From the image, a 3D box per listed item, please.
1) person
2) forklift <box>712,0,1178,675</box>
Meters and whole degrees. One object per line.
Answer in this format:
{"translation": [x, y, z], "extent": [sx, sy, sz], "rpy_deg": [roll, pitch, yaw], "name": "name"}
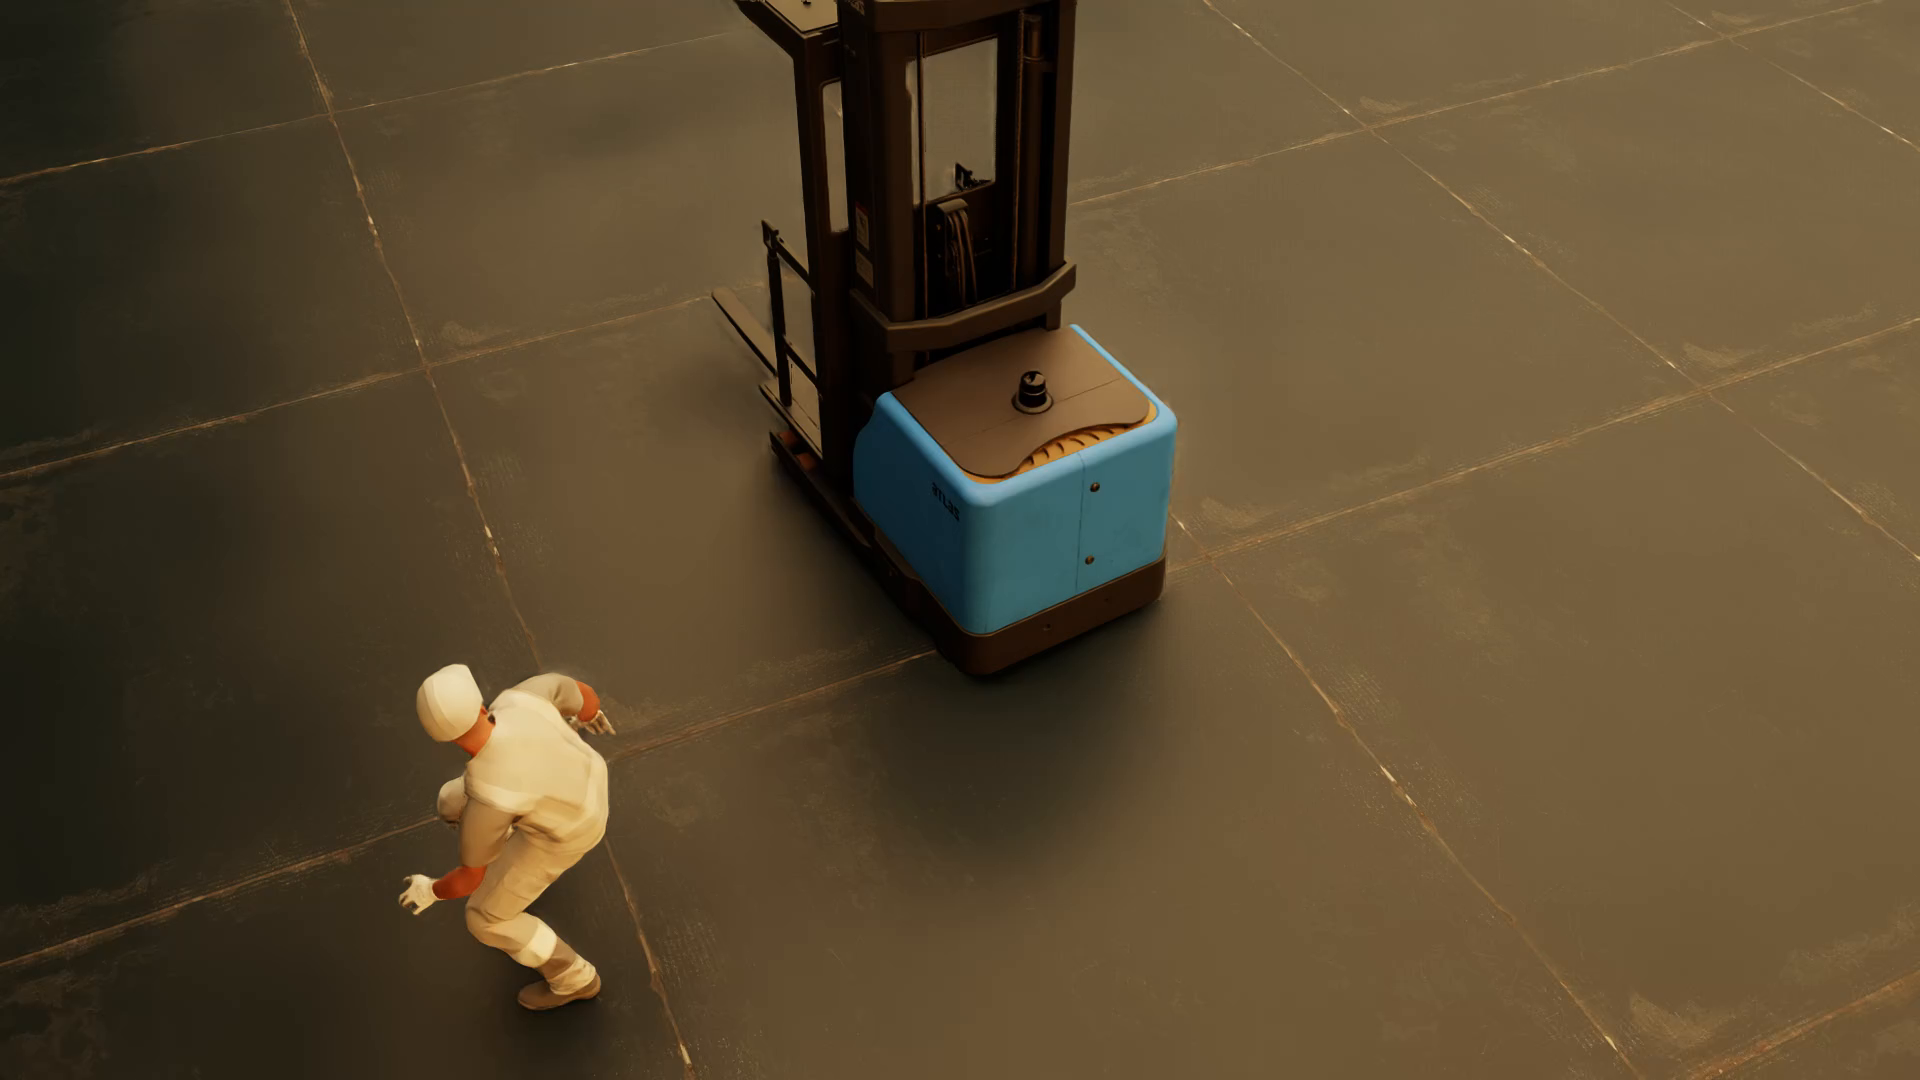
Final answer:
{"translation": [-1.571, 0.918, 5.748], "extent": [0.701, 1.542, 0.801], "rpy_deg": [-1, 43, -2], "name": "person"}
{"translation": [-0.275, -1.484, 7.271], "extent": [1.130, 2.935, 3.031], "rpy_deg": [-22, 47, -22], "name": "forklift"}
